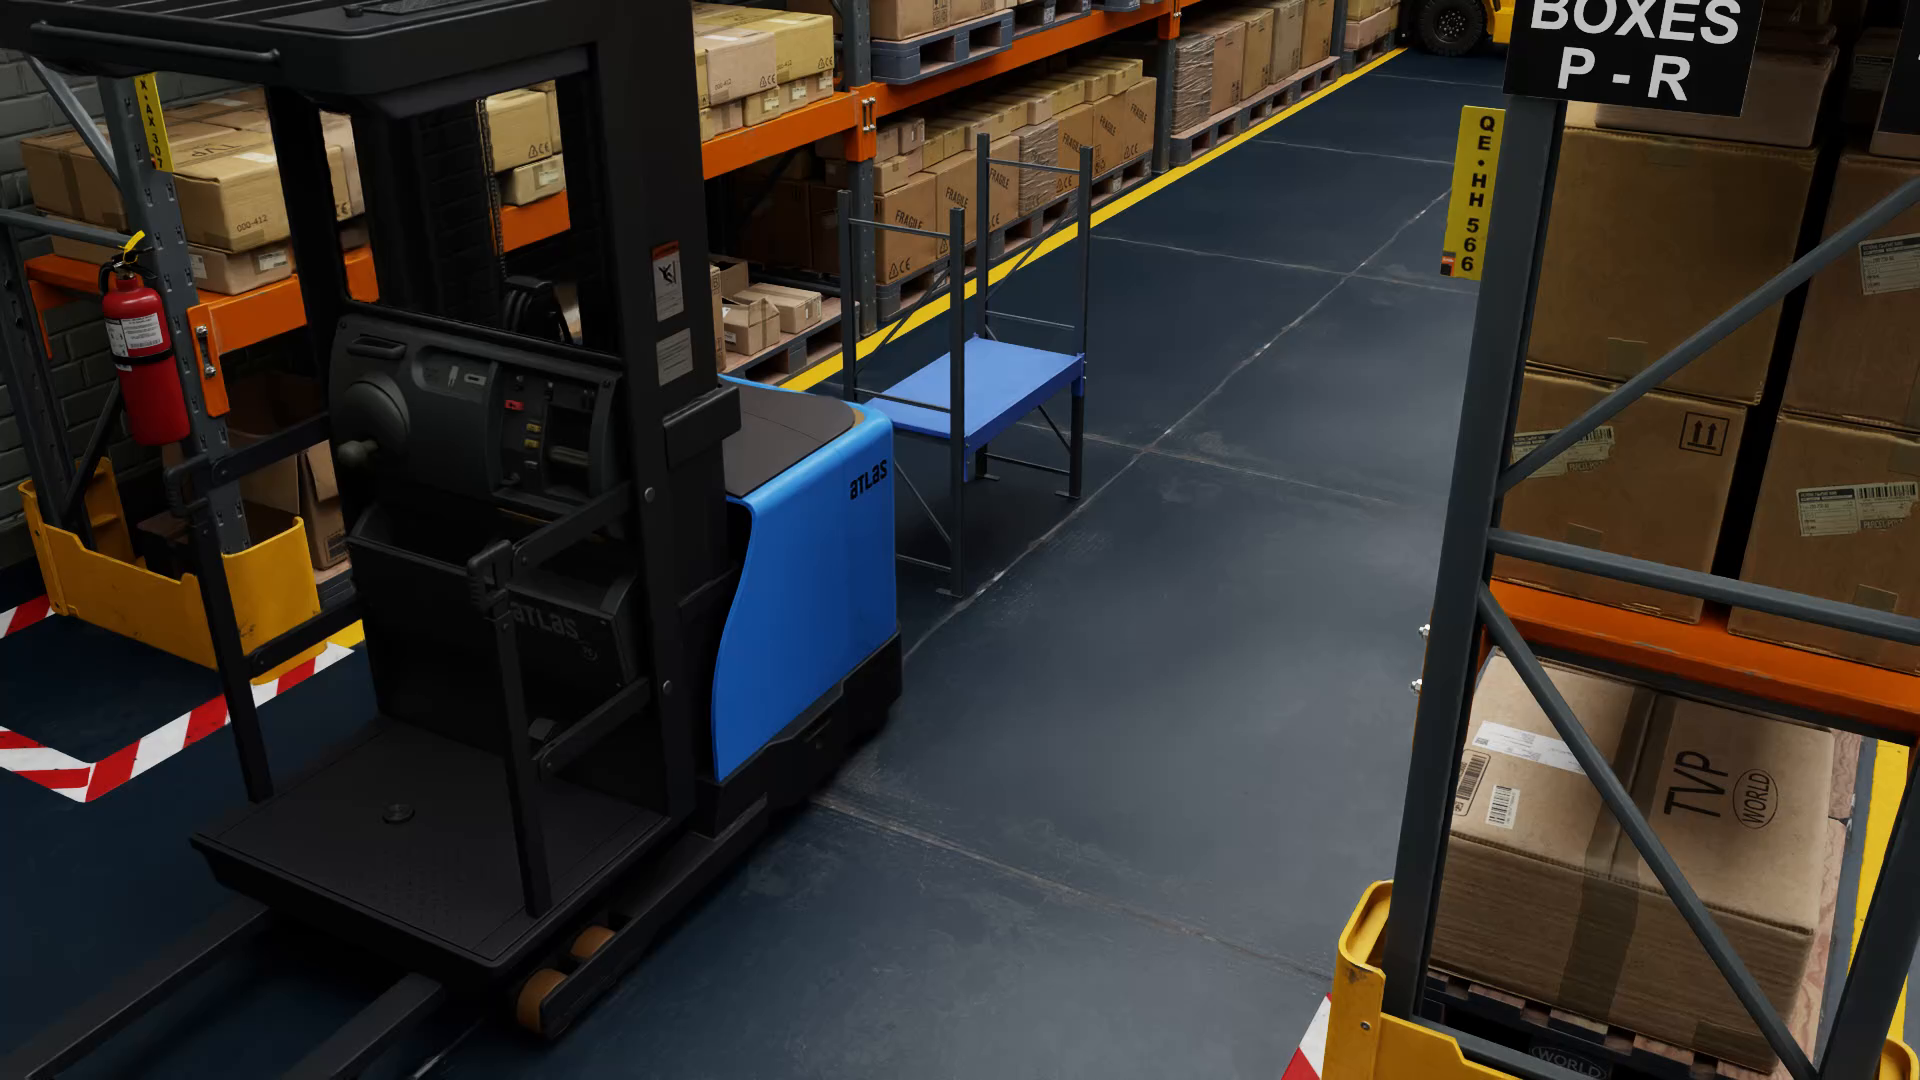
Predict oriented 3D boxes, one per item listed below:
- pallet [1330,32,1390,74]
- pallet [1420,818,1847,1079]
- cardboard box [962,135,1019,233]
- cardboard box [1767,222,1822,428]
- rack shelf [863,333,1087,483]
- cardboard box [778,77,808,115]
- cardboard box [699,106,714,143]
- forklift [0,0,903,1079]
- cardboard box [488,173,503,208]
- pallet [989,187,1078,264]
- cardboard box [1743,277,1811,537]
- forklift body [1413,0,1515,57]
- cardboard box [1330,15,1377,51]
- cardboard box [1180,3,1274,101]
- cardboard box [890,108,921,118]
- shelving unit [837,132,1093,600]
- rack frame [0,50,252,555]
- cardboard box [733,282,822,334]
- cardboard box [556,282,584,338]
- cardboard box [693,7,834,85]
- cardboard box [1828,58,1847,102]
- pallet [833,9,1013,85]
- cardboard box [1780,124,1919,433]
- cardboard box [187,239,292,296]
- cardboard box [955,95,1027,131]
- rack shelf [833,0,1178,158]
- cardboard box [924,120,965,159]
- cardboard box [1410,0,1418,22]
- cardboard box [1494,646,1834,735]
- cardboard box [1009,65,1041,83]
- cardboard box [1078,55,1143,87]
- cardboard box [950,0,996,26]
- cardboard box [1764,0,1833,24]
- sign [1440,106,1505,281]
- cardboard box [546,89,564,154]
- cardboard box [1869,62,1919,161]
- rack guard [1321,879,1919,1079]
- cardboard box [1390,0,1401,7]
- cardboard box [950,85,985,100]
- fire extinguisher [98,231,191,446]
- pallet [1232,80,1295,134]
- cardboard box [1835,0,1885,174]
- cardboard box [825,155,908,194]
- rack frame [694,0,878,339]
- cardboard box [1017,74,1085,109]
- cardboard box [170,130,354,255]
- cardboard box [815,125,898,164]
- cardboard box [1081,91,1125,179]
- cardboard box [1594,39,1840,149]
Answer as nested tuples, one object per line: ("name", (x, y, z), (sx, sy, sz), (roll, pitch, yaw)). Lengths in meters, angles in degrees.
("pallet", (3.451, -4.724, 15.951), (1.003, 0.211, 1.213), (14, 30, 26))
("pallet", (1.769, 1.016, 4.485), (1.003, 0.211, 1.213), (14, 30, 26))
("cardboard box", (0.024, -2.165, 10.047), (0.500, 0.500, 0.500), (13, 29, 25))
("cardboard box", (1.955, -0.588, 4.462), (0.500, 0.500, 0.500), (15, 30, 28))
("rack shelf", (0.042, -0.543, 6.561), (0.538, 0.185, 1.000), (14, 30, 26))
("cardboard box", (-0.958, -2.154, 7.983), (0.380, 0.149, 0.250), (15, 30, 27))
("cardboard box", (-1.319, -1.845, 7.366), (0.380, 0.149, 0.250), (14, 30, 25))
("forklift", (-1.345, -0.281, 4.038), (1.130, 2.935, 3.031), (14, 30, 26))
("cardboard box", (-1.992, -1.358, 6.393), (0.380, 0.149, 0.250), (15, 30, 27))
("pallet", (0.054, -2.108, 10.726), (1.003, 0.211, 1.213), (14, 30, 26))
("cardboard box", (2.154, -0.274, 3.834), (0.500, 0.500, 0.500), (14, 30, 25))
("forklift body", (5.646, -5.709, 15.752), (2.313, 2.155, 1.214), (14, 30, 26))
("cardboard box", (3.549, -4.744, 15.479), (0.500, 0.250, 0.500), (15, 30, 27))
("cardboard box", (2.020, -3.996, 13.566), (0.875, 0.625, 0.625), (13, 29, 24))
("cardboard box", (-0.460, -2.521, 10.034), (0.380, 0.149, 0.250), (15, 30, 27))
("shelving unit", (0.042, -0.704, 6.481), (0.538, 1.500, 1.048), (14, 30, 26))
("rack frame", (-2.880, -0.994, 5.384), (1.000, 3.000, 0.127), (14, 30, 26))
("cardboard box", (-0.931, -1.184, 8.479), (0.380, 0.149, 0.250), (13, 29, 25))
("cardboard box", (-1.695, -0.790, 7.300), (0.500, 0.500, 0.500), (15, 30, 27))
("cardboard box", (-0.950, -2.366, 7.961), (0.500, 0.250, 0.500), (15, 30, 27))
("cardboard box", (1.705, -0.844, 3.857), (0.500, 0.500, 0.500), (14, 30, 26))
("pallet", (-0.424, -2.754, 9.115), (1.003, 0.211, 1.213), (14, 30, 26))
("cardboard box", (1.927, -0.518, 3.206), (0.500, 0.500, 0.500), (13, 30, 25))
("cardboard box", (-2.479, -0.949, 5.575), (0.380, 0.149, 0.250), (14, 30, 26))
("cardboard box", (0.191, -2.628, 10.248), (0.380, 0.149, 0.250), (14, 30, 26))
("rack shelf", (0.072, -3.010, 10.216), (1.077, 0.370, 4.000), (14, 30, 26))
("cardboard box", (-0.196, -2.331, 9.655), (0.380, 0.149, 0.250), (14, 30, 25))
("cardboard box", (4.292, -5.343, 16.675), (0.500, 0.250, 0.500), (15, 30, 28))
("cardboard box", (2.124, 0.418, 4.957), (0.875, 0.438, 0.875), (15, 30, 27))
("cardboard box", (0.321, -3.125, 11.240), (0.380, 0.149, 0.250), (15, 30, 27))
("cardboard box", (1.033, -3.223, 11.437), (0.380, 0.149, 0.250), (13, 29, 24))
("cardboard box", (-0.225, -3.126, 9.063), (0.700, 0.500, 0.500), (15, 30, 27))
("cardboard box", (1.763, -1.180, 3.804), (0.380, 0.149, 0.250), (15, 30, 27))
("sign", (0.978, -0.651, 3.141), (0.100, 0.325, 0.005), (14, 30, 26))
("cardboard box", (-1.695, -1.776, 6.782), (0.500, 0.250, 0.500), (13, 30, 25))
("cardboard box", (1.859, -0.761, 2.967), (0.380, 0.149, 0.250), (15, 30, 27))
("rack guard", (1.432, 1.225, 3.744), (1.175, 0.500, 0.348), (14, 30, 26))
("cardboard box", (4.033, -5.363, 16.156), (0.500, 0.250, 0.500), (14, 30, 26))
("cardboard box", (-0.062, -2.821, 10.633), (0.380, 0.149, 0.250), (14, 30, 26))
("fire extinguisher", (-2.550, -0.633, 5.167), (0.296, 0.674, 0.183), (14, 30, 26))
("pallet", (2.096, -3.650, 13.806), (1.003, 0.211, 1.213), (14, 30, 26))
("cardboard box", (2.450, -1.428, 5.023), (0.500, 0.500, 0.500), (15, 30, 27))
("cardboard box", (-0.504, -1.994, 8.981), (0.380, 0.149, 0.250), (16, 31, 28))
("rack frame", (-0.912, -2.553, 8.498), (1.000, 3.000, 0.127), (14, 30, 26))
("cardboard box", (0.588, -2.924, 10.839), (0.380, 0.149, 0.250), (15, 30, 28))
("cardboard box", (-2.422, -1.177, 5.586), (0.500, 0.250, 0.500), (14, 30, 26))
("cardboard box", (-0.557, -2.140, 8.941), (0.380, 0.149, 0.250), (14, 30, 25))
("cardboard box", (0.779, -2.777, 11.269), (0.500, 0.500, 0.500), (14, 30, 25))
("cardboard box", (1.446, -0.868, 3.180), (0.380, 0.149, 0.250), (15, 30, 27))
